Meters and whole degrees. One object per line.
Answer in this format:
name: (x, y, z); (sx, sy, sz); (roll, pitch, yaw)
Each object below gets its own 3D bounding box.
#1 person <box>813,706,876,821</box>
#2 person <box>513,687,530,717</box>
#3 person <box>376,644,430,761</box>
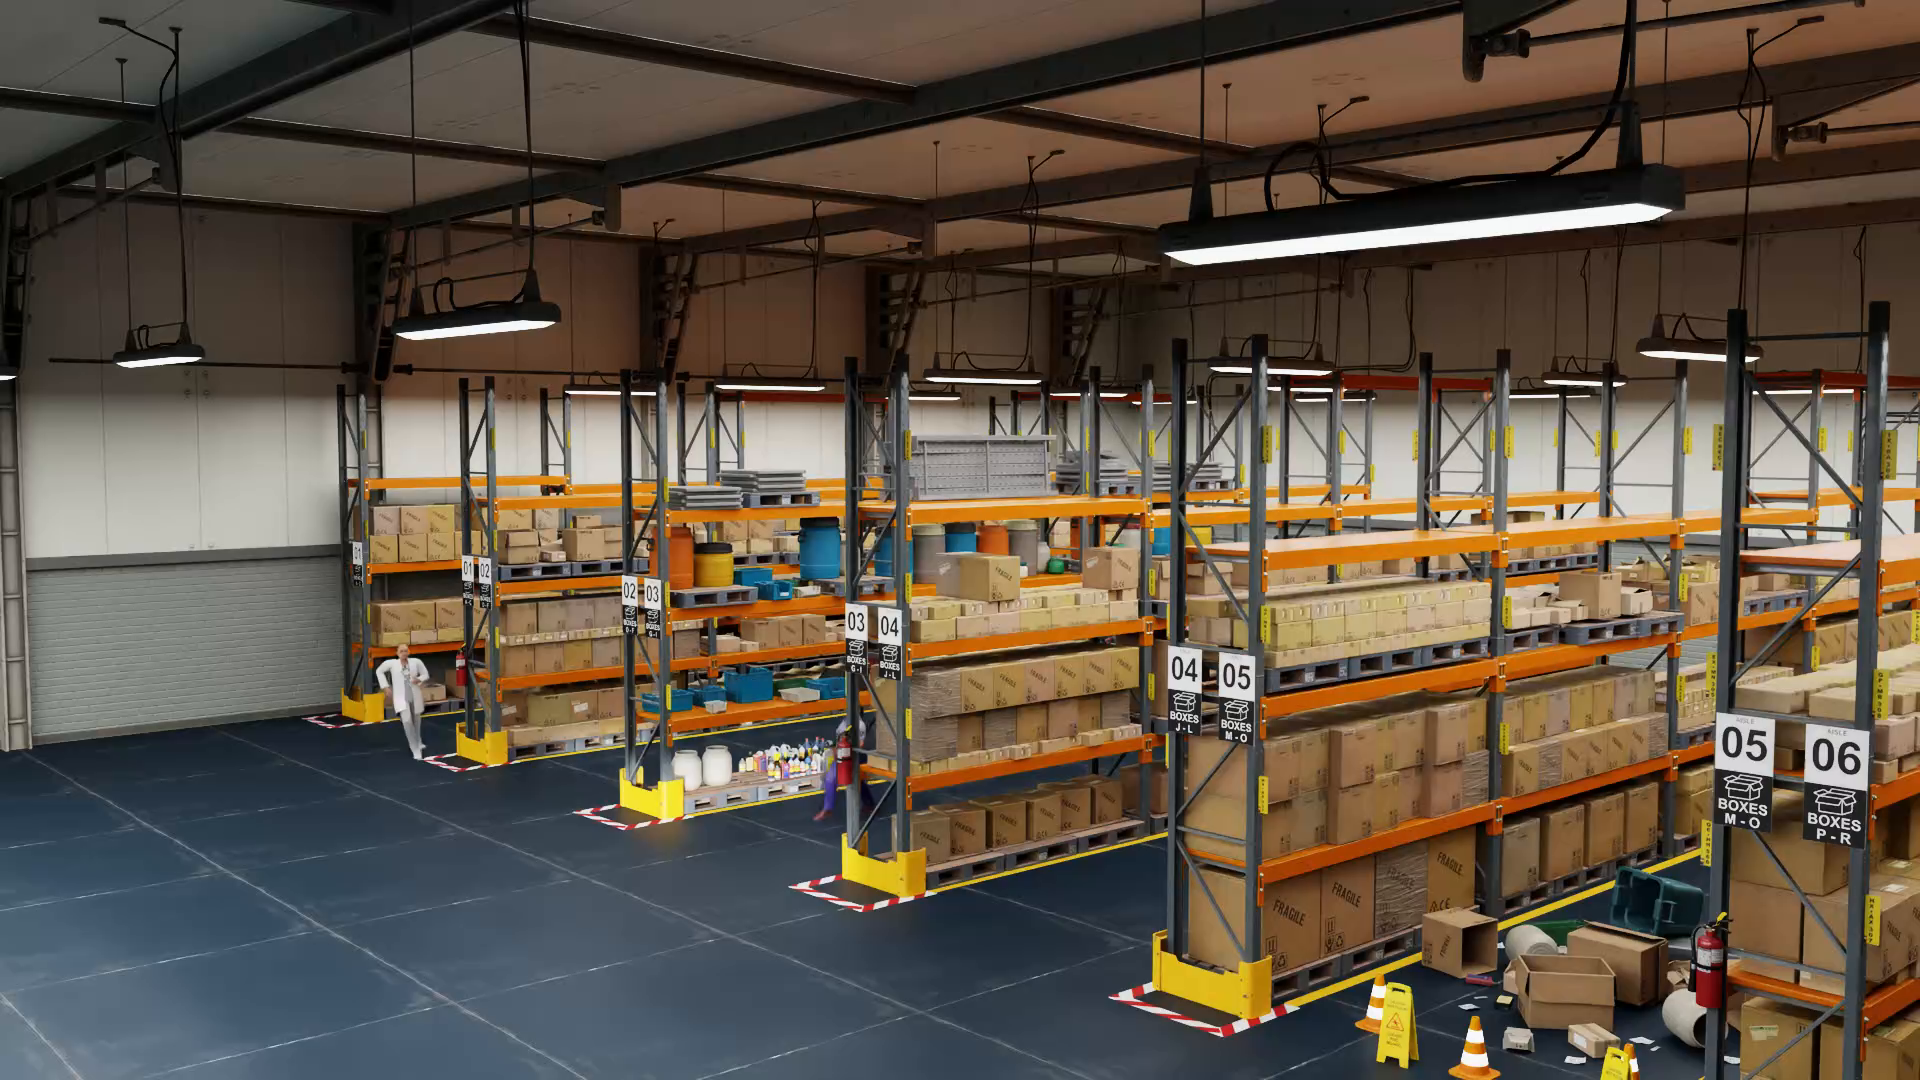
person: (-1.429, 2.895, 21.979); (0.841, 1.628, 0.678); (-4, 5, -44)
person: (-7.665, 2.430, 29.150); (0.662, 1.672, 0.572); (2, 4, 24)
person: (-8.802, 2.550, 26.352); (0.773, 1.827, 0.875); (-2, 4, -29)
